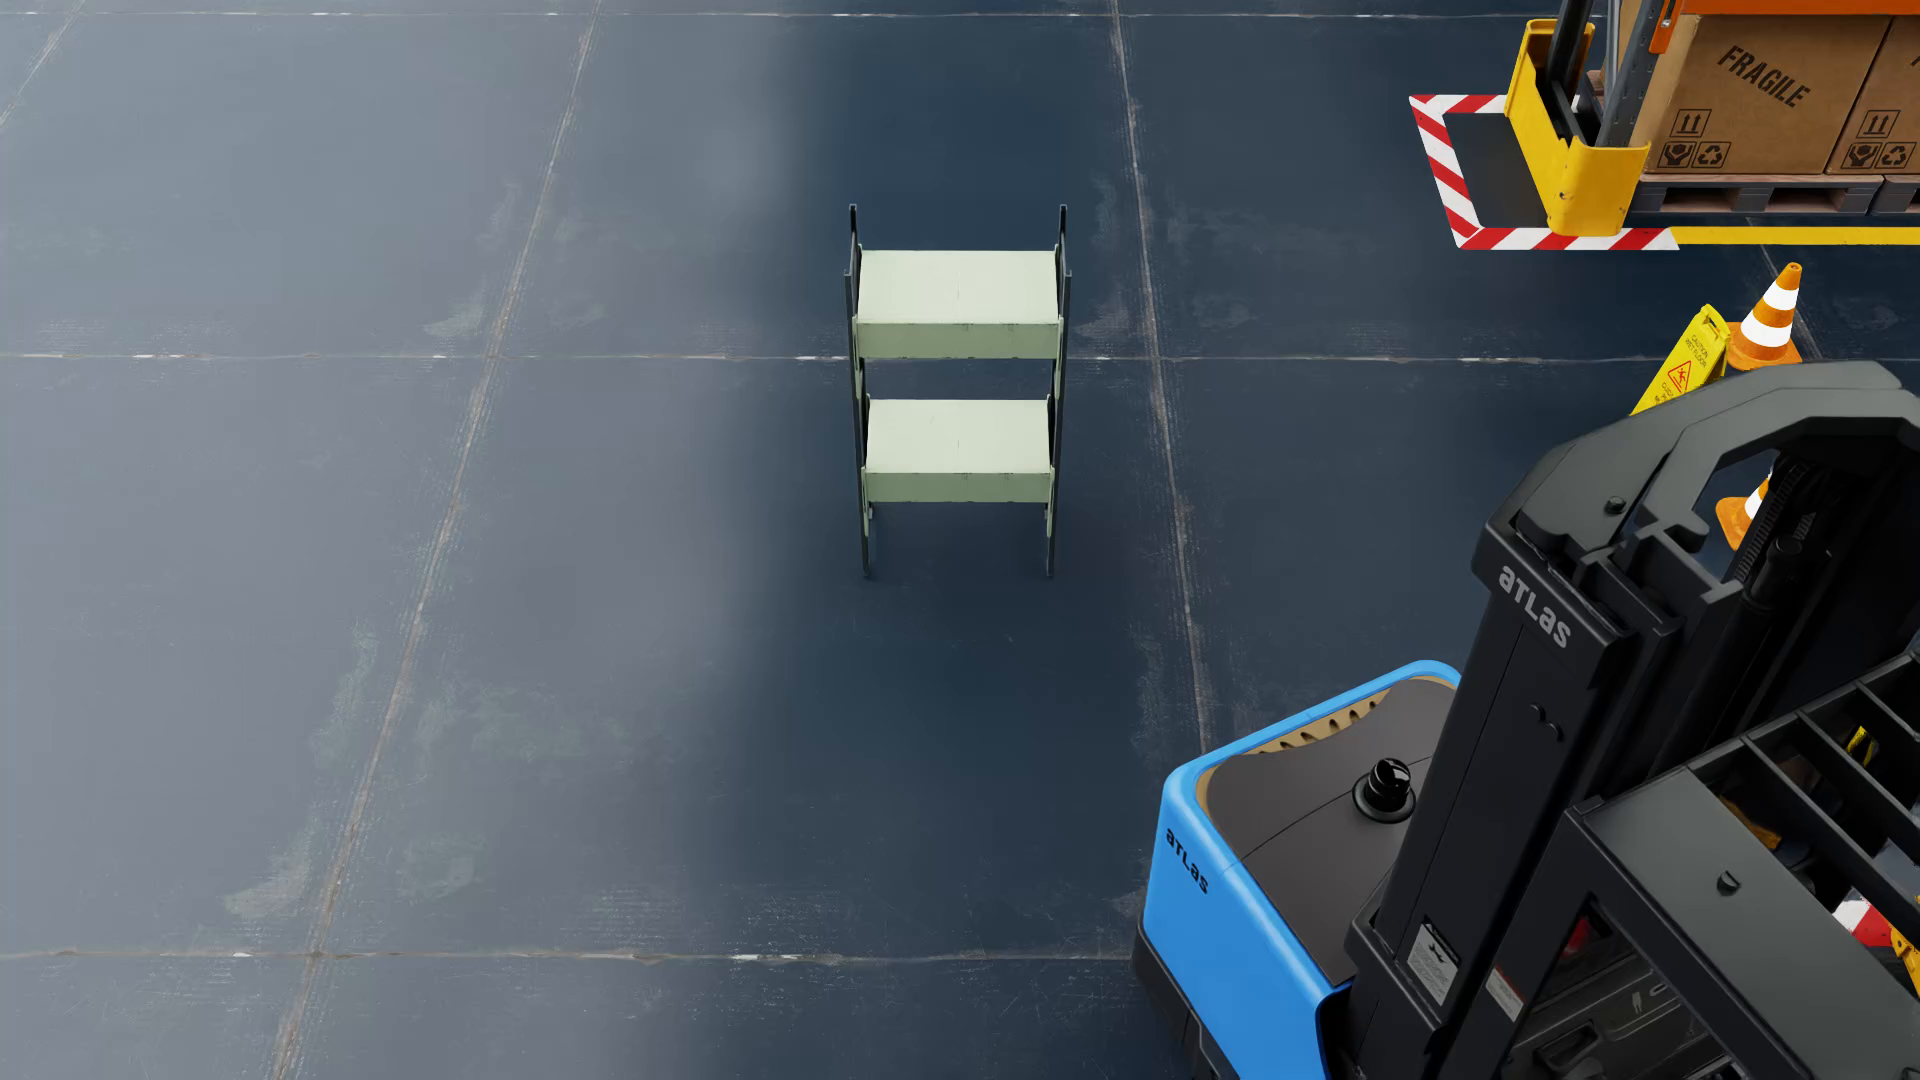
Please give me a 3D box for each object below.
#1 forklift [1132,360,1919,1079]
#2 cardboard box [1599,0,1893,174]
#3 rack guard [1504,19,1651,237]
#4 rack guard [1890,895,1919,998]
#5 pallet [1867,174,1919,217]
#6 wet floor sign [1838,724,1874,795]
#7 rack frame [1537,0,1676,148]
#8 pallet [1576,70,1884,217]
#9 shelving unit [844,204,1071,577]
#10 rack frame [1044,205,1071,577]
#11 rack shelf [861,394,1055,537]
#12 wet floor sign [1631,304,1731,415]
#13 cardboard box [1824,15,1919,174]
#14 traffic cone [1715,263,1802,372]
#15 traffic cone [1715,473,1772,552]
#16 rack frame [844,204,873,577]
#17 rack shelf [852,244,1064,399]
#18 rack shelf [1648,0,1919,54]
[{"bbox_3d":[1.679,1.191,3.639,1.130,2.935,3.031,-21,50,-18],"label":"forklift"},{"bbox_3d":[3.778,-2.400,8.100,0.875,0.875,0.875,0,47,0],"label":"cardboard box"},{"bbox_3d":[3.075,-2.083,8.347,0.348,0.500,1.175,0,47,0],"label":"rack guard"},{"bbox_3d":[3.258,1.541,4.974,0.348,0.500,1.175,0,47,0],"label":"rack guard"},{"bbox_3d":[5.116,-2.034,8.499,1.213,0.211,1.003,0,47,0],"label":"pallet"},{"bbox_3d":[2.996,0.707,5.651,0.232,0.644,0.267,15,49,14],"label":"wet floor sign"},{"bbox_3d":[3.099,-2.935,7.432,0.127,3.000,1.000,0,47,0],"label":"rack frame"},{"bbox_3d":[3.899,-2.040,8.504,1.213,0.211,1.003,0,47,0],"label":"pallet"},{"bbox_3d":[-0.007,-0.511,6.201,0.755,1.500,0.431,0,47,0],"label":"shelving unit"},{"bbox_3d":[0.359,-0.510,6.200,0.023,1.500,0.400,0,47,0],"label":"rack frame"},{"bbox_3d":[-0.007,-0.289,6.440,0.720,0.370,0.431,0,47,0],"label":"rack shelf"},{"bbox_3d":[3.063,-0.683,6.945,0.232,0.644,0.267,-7,47,-7],"label":"wet floor sign"},{"bbox_3d":[4.658,-2.400,8.099,0.875,0.875,0.875,-1,47,0],"label":"cardboard box"},{"bbox_3d":[3.625,-1.030,7.392,0.334,0.463,0.336,0,47,0],"label":"traffic cone"},{"bbox_3d":[3.281,-0.203,6.623,0.334,0.463,0.336,0,47,0],"label":"traffic cone"},{"bbox_3d":[-0.373,-0.512,6.202,0.023,1.500,0.400,0,47,0],"label":"rack frame"},{"bbox_3d":[-0.007,-0.777,5.915,0.720,0.370,0.431,0,47,0],"label":"rack shelf"},{"bbox_3d":[5.099,-2.684,7.691,4.000,0.370,1.077,0,47,0],"label":"rack shelf"}]
